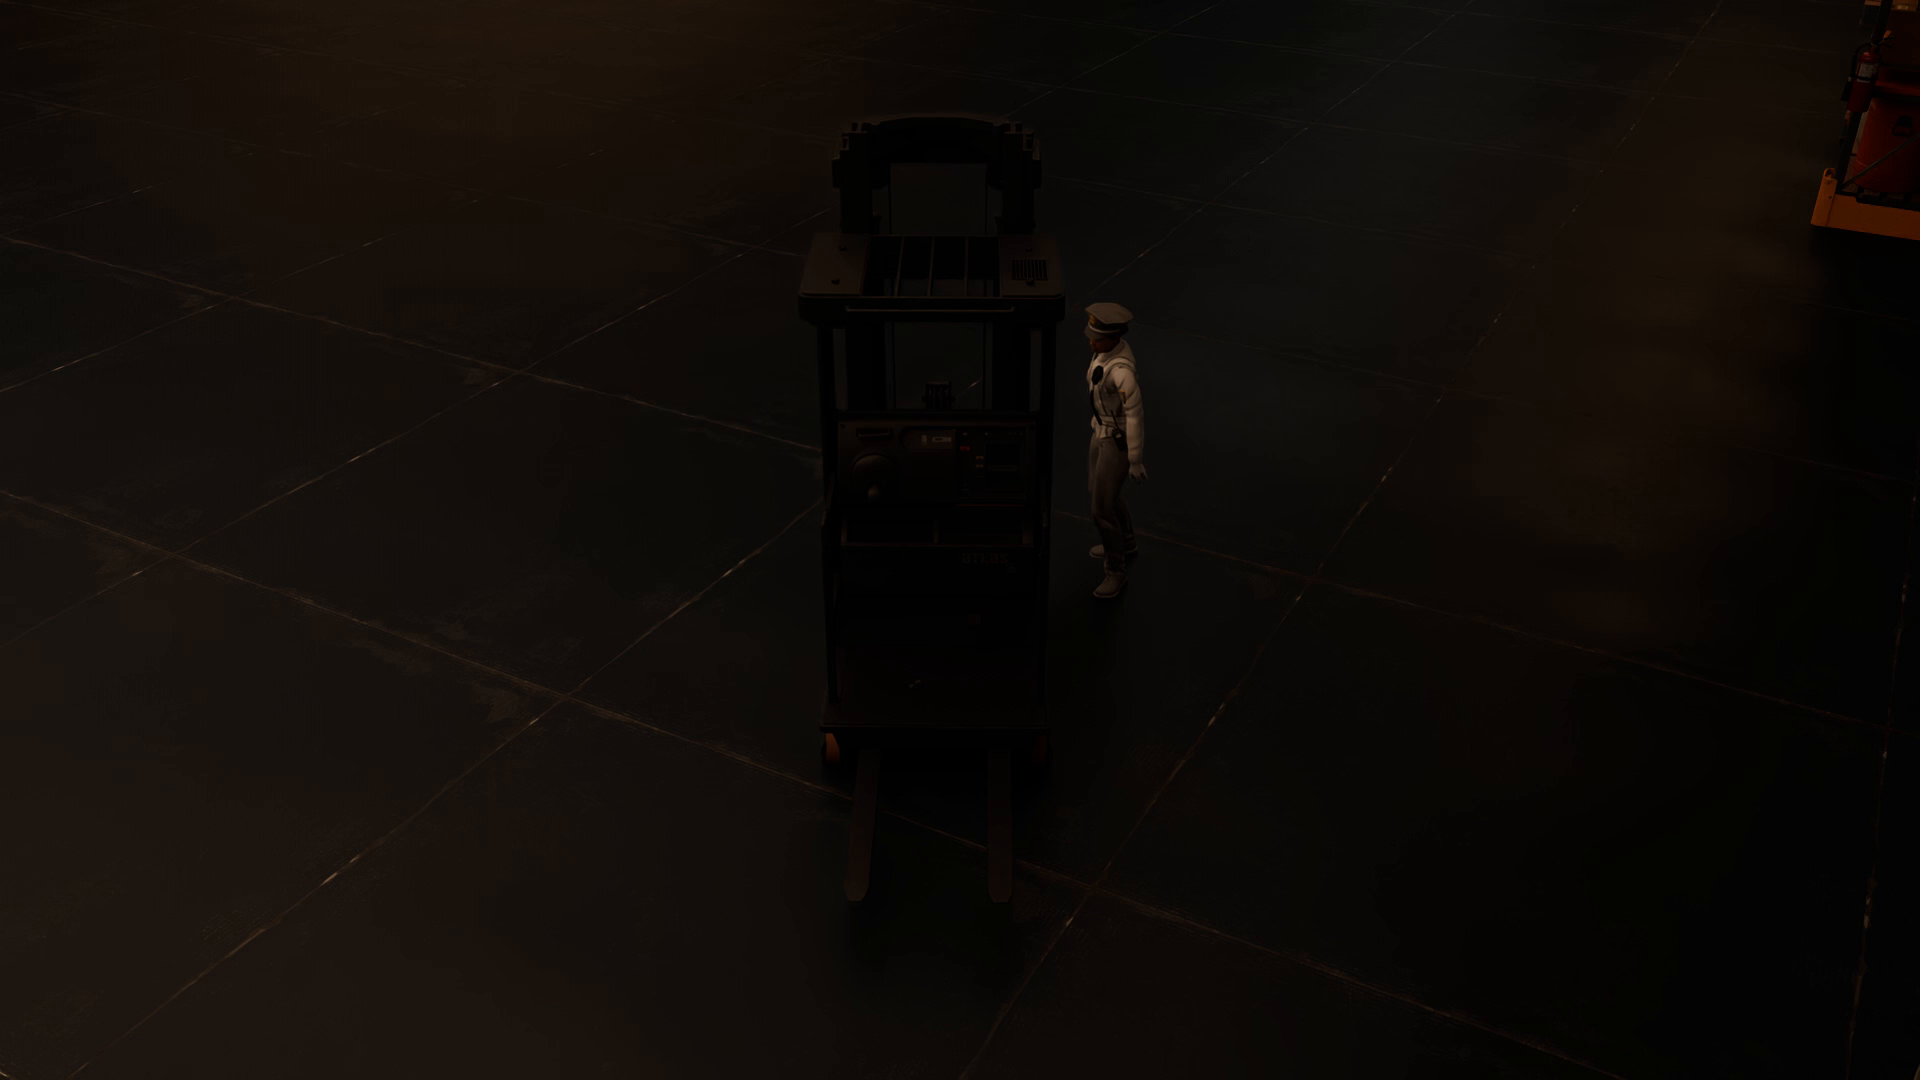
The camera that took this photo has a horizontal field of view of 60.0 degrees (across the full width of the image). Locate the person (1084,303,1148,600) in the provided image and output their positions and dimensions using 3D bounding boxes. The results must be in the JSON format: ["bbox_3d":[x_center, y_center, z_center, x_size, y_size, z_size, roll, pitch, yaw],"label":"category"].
[{"bbox_3d":[0.867,-0.551,9.345,0.403,1.638,0.800,-4,30,-6],"label":"person"}]

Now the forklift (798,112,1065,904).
[{"bbox_3d":[-0.109,-0.322,7.629,1.130,2.935,3.031,0,30,1],"label":"forklift"}]
